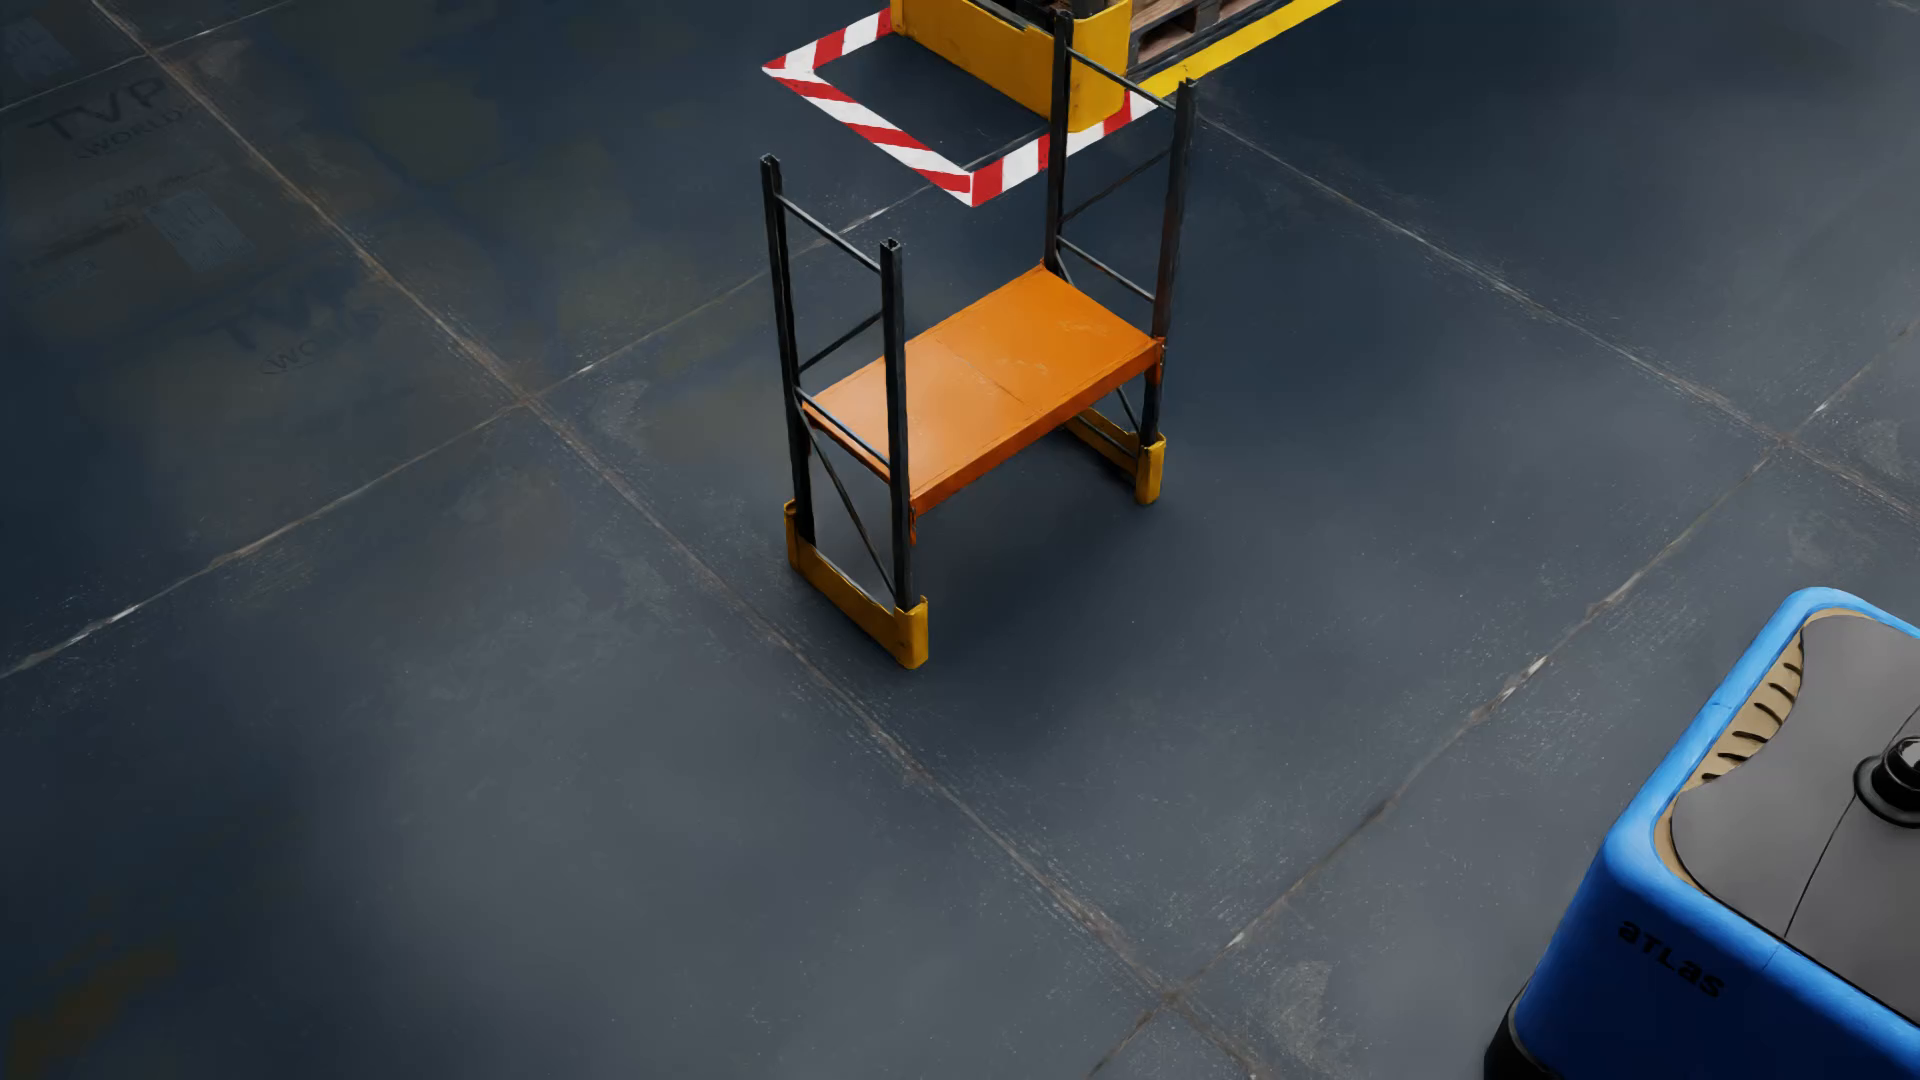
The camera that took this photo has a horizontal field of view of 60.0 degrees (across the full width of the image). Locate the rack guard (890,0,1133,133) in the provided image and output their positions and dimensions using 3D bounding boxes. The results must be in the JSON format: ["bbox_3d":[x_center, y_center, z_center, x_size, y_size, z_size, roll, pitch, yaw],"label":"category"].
[{"bbox_3d":[0.188,-2.212,6.951,0.348,0.500,1.175,-34,56,-27],"label":"rack guard"}]

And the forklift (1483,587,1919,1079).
[{"bbox_3d":[2.679,0.806,2.512,3.031,2.935,1.130,34,56,27],"label":"forklift"}]

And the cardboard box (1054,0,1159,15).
[{"bbox_3d":[0.627,-2.726,7.182,0.875,0.438,0.875,-36,57,-28],"label":"cardboard box"}]

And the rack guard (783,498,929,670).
[{"bbox_3d":[-0.312,0.124,4.966,0.087,0.250,0.587,-34,56,-27],"label":"rack guard"}]

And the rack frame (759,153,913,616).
[{"bbox_3d":[-0.313,-0.299,4.506,0.032,1.500,0.500,-34,56,-27],"label":"rack frame"}]

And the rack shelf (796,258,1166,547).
[{"bbox_3d":[0.063,-0.429,4.870,1.000,0.185,0.538,-34,56,-27],"label":"rack shelf"}]

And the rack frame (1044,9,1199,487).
[{"bbox_3d":[0.439,-0.802,4.970,0.032,1.500,0.500,-34,56,-27],"label":"rack frame"}]

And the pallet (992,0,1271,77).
[{"bbox_3d":[0.745,-2.564,7.472,1.213,0.211,1.003,-34,56,-27],"label":"pallet"}]

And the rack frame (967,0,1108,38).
[{"bbox_3d":[0.206,-3.071,6.043,0.127,3.000,1.000,-34,56,-27],"label":"rack frame"}]

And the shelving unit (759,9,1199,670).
[{"bbox_3d":[0.056,-0.546,4.734,1.083,1.500,0.587,-34,56,-27],"label":"shelving unit"}]

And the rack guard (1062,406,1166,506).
[{"bbox_3d":[0.425,-0.369,5.420,0.087,0.250,0.587,-34,56,-27],"label":"rack guard"}]
